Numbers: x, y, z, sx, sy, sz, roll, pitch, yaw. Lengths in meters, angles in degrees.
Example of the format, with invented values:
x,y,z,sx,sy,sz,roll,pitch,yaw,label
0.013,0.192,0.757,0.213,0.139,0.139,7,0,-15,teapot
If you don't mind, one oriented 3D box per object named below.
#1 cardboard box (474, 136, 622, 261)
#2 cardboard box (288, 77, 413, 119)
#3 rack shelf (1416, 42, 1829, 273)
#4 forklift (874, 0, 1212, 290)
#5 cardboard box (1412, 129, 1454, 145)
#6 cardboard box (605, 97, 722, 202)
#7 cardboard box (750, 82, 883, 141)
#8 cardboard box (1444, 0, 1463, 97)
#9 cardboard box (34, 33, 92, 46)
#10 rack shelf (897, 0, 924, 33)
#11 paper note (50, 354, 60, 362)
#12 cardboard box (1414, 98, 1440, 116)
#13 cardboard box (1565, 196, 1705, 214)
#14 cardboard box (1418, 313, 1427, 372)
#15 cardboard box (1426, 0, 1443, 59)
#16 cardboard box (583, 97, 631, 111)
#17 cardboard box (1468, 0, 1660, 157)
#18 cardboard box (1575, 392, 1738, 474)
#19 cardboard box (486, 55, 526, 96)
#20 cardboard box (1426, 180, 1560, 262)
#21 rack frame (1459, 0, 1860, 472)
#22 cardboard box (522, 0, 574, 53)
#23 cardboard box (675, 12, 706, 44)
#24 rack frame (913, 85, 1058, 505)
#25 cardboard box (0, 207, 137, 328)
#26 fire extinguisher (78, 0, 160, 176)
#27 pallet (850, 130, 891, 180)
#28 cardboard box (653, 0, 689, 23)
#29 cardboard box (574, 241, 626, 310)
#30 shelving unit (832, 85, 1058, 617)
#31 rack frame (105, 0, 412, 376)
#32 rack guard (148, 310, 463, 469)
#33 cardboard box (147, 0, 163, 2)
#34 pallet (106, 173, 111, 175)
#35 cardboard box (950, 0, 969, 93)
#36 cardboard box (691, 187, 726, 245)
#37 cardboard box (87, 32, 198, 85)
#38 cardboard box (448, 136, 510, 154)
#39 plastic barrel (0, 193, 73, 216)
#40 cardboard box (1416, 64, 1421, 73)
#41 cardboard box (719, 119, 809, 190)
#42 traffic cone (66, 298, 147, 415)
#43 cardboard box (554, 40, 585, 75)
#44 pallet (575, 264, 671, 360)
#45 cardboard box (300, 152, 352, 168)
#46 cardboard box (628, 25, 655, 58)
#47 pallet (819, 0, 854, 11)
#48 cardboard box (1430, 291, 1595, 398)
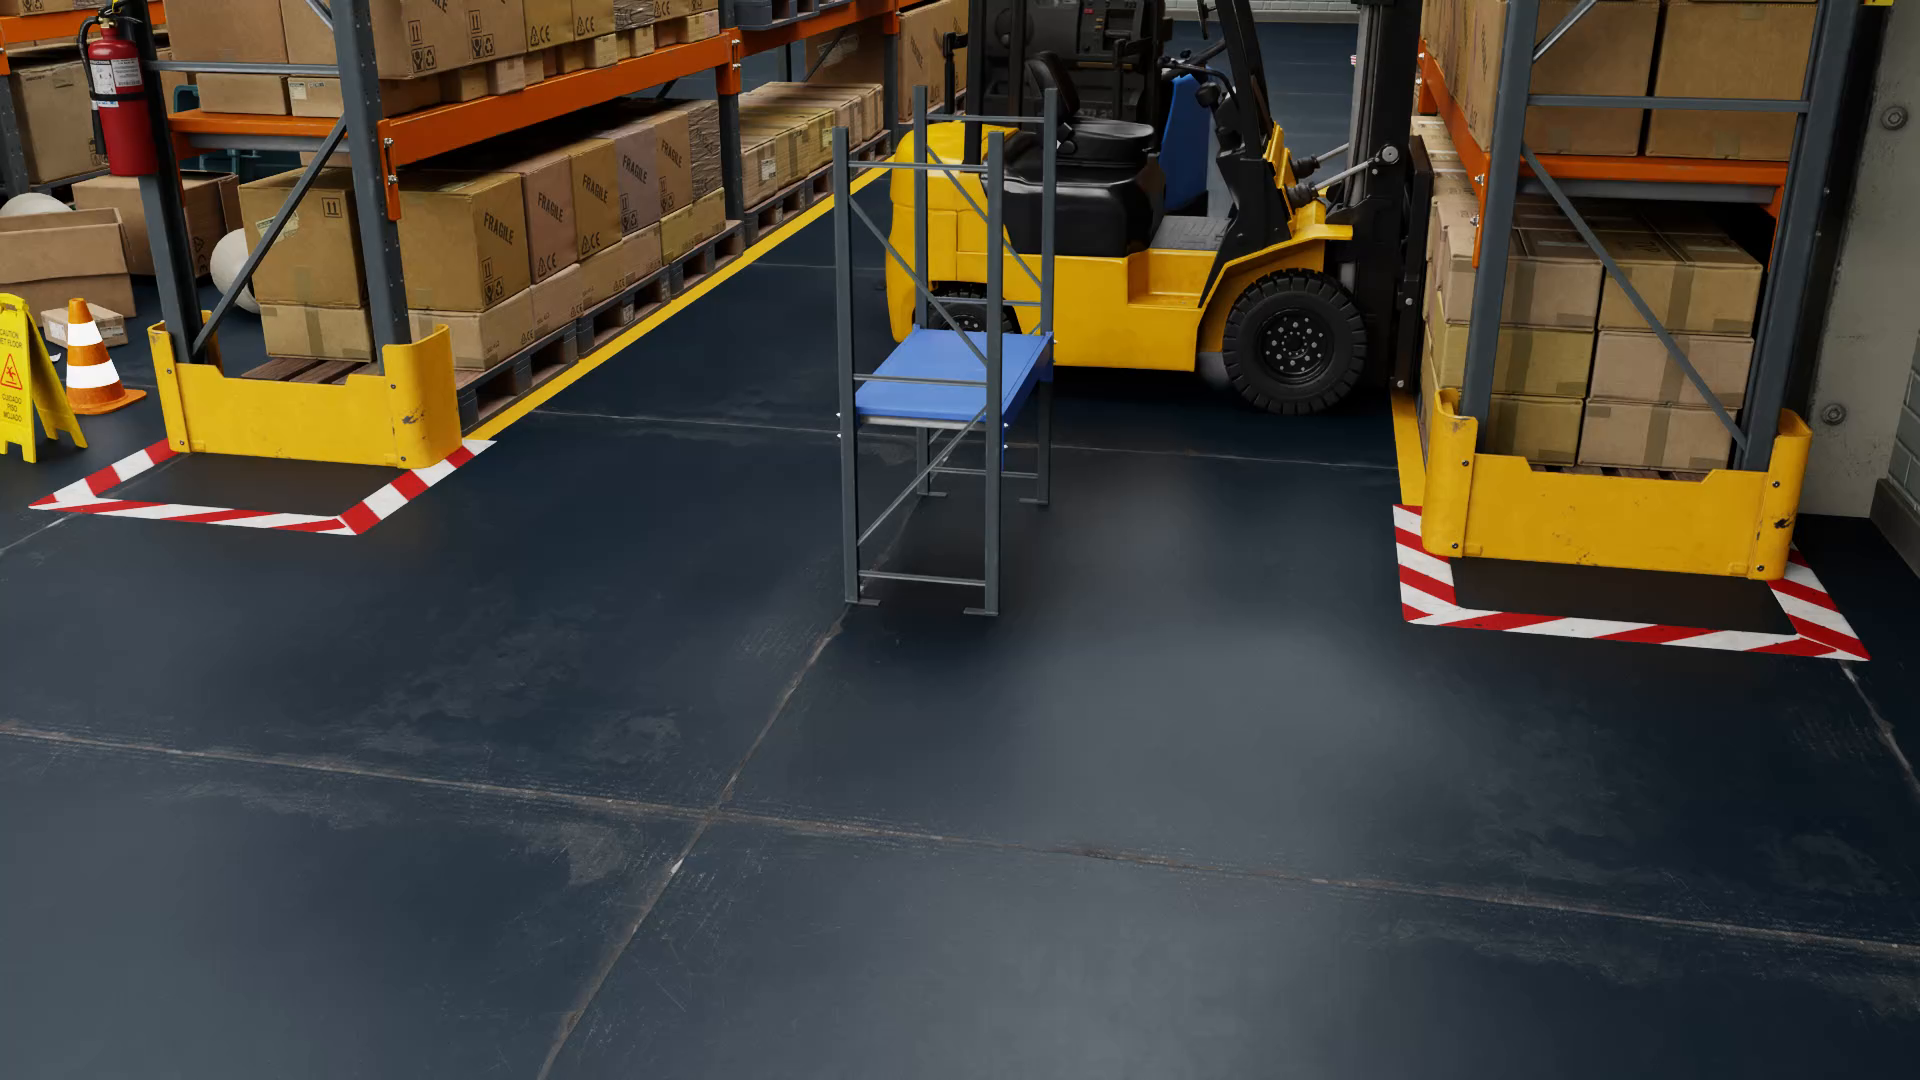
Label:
x,y,z,sx,sy,sz,roll,pitch,yaw,label
-1.995,-1.670,8.099,0.500,0.500,0.500,5,22,12,cardboard box
-2.375,-1.738,6.489,0.380,0.149,0.250,5,22,11,cardboard box
2.621,-1.766,7.187,1.077,0.370,4.000,4,22,11,rack shelf
0.501,-2.890,9.107,1.130,2.935,3.031,10,24,23,forklift
2.509,-1.875,8.275,0.500,0.250,0.500,4,22,11,cardboard box
-1.689,-2.239,9.512,0.500,0.500,0.500,4,22,10,cardboard box
-1.140,-3.441,13.339,0.950,0.372,0.625,3,22,7,cardboard box
2.367,-2.176,7.108,0.500,0.500,0.500,5,22,11,cardboard box
-10.193,-5.536,17.867,1.225,0.875,0.875,4,22,9,cardboard box
-0.607,-5.069,15.388,1.077,0.370,4.000,4,22,11,rack shelf
-4.403,-0.866,7.963,0.148,0.019,0.142,-3,22,-8,paper note
3.290,-2.400,10.413,0.875,0.625,0.625,4,22,10,cardboard box
2.707,-1.278,6.792,0.500,0.250,0.500,4,22,11,cardboard box
2.221,-0.847,7.061,0.500,0.250,0.500,5,22,11,cardboard box
2.683,-2.735,8.497,0.500,0.500,0.500,4,22,9,cardboard box
-2.216,-2.280,9.615,0.500,0.500,0.500,6,23,13,cardboard box
2.056,-1.615,5.714,0.500,0.500,0.500,4,22,10,cardboard box
2.504,-0.453,6.081,0.500,0.250,0.500,5,22,11,cardboard box
-2.107,-2.011,7.168,0.380,0.149,0.250,5,22,12,cardboard box
2.193,-1.316,6.887,0.500,0.250,0.500,5,22,12,cardboard box
2.213,-1.369,5.237,1.000,3.000,0.127,4,22,11,rack frame
-2.074,-2.458,7.410,0.500,0.500,0.500,4,22,10,cardboard box
-1.642,-2.859,9.275,0.380,0.149,0.250,5,22,12,cardboard box
0.086,-0.850,5.958,0.500,1.500,0.032,4,22,11,rack frame
-4.767,-1.423,8.713,0.797,0.503,0.637,-11,25,-26,cardboard box
-3.122,-1.703,6.170,0.296,0.674,0.183,4,22,11,fire extinguisher
-1.176,-3.092,13.249,1.003,0.211,1.213,4,22,11,pallet
-1.777,-3.023,8.811,0.500,0.500,0.500,5,23,13,cardboard box
-2.001,-1.326,8.248,0.500,0.250,0.500,6,23,15,cardboard box
-0.017,-0.665,5.496,0.538,1.500,1.048,4,22,11,shelving unit
-2.647,-1.746,6.173,1.000,3.000,0.127,4,22,11,rack frame
-2.632,-0.614,6.709,1.175,0.500,0.348,4,22,11,rack guard
-6.120,-4.134,11.970,0.500,0.500,0.500,4,22,11,cardboard box
-6.367,-2.991,12.997,1.003,0.211,1.213,4,22,11,pallet
-0.424,-4.780,15.988,0.875,0.875,0.875,5,22,12,cardboard box
-1.689,-1.891,9.652,0.500,0.250,0.500,5,23,13,cardboard box
-6.269,-3.627,13.294,1.050,0.750,0.750,5,22,12,cardboard box
-2.526,-1.701,8.176,0.500,0.500,0.500,4,22,10,cardboard box
-5.427,-1.822,9.811,0.421,0.421,0.512,-16,27,-35,plastic barrel
3.704,-3.161,12.303,0.875,0.625,0.625,5,23,13,cardboard box
-1.583,-2.640,11.348,0.950,0.372,0.625,6,23,14,cardboard box
-3.822,-0.824,7.281,0.336,0.463,0.334,4,22,11,traffic cone
-2.010,-2.304,7.895,0.380,0.149,0.250,4,22,9,cardboard box
-2.180,-1.219,8.598,1.003,0.211,1.213,4,22,11,pallet
-2.730,-1.766,7.470,0.380,0.149,0.250,5,22,12,cardboard box
-1.802,-2.579,8.579,0.380,0.149,0.250,4,22,10,cardboard box
-1.379,-3.855,11.668,1.003,0.211,1.213,4,22,11,pallet
2.006,-0.722,6.080,0.500,0.250,0.500,4,22,10,cardboard box
